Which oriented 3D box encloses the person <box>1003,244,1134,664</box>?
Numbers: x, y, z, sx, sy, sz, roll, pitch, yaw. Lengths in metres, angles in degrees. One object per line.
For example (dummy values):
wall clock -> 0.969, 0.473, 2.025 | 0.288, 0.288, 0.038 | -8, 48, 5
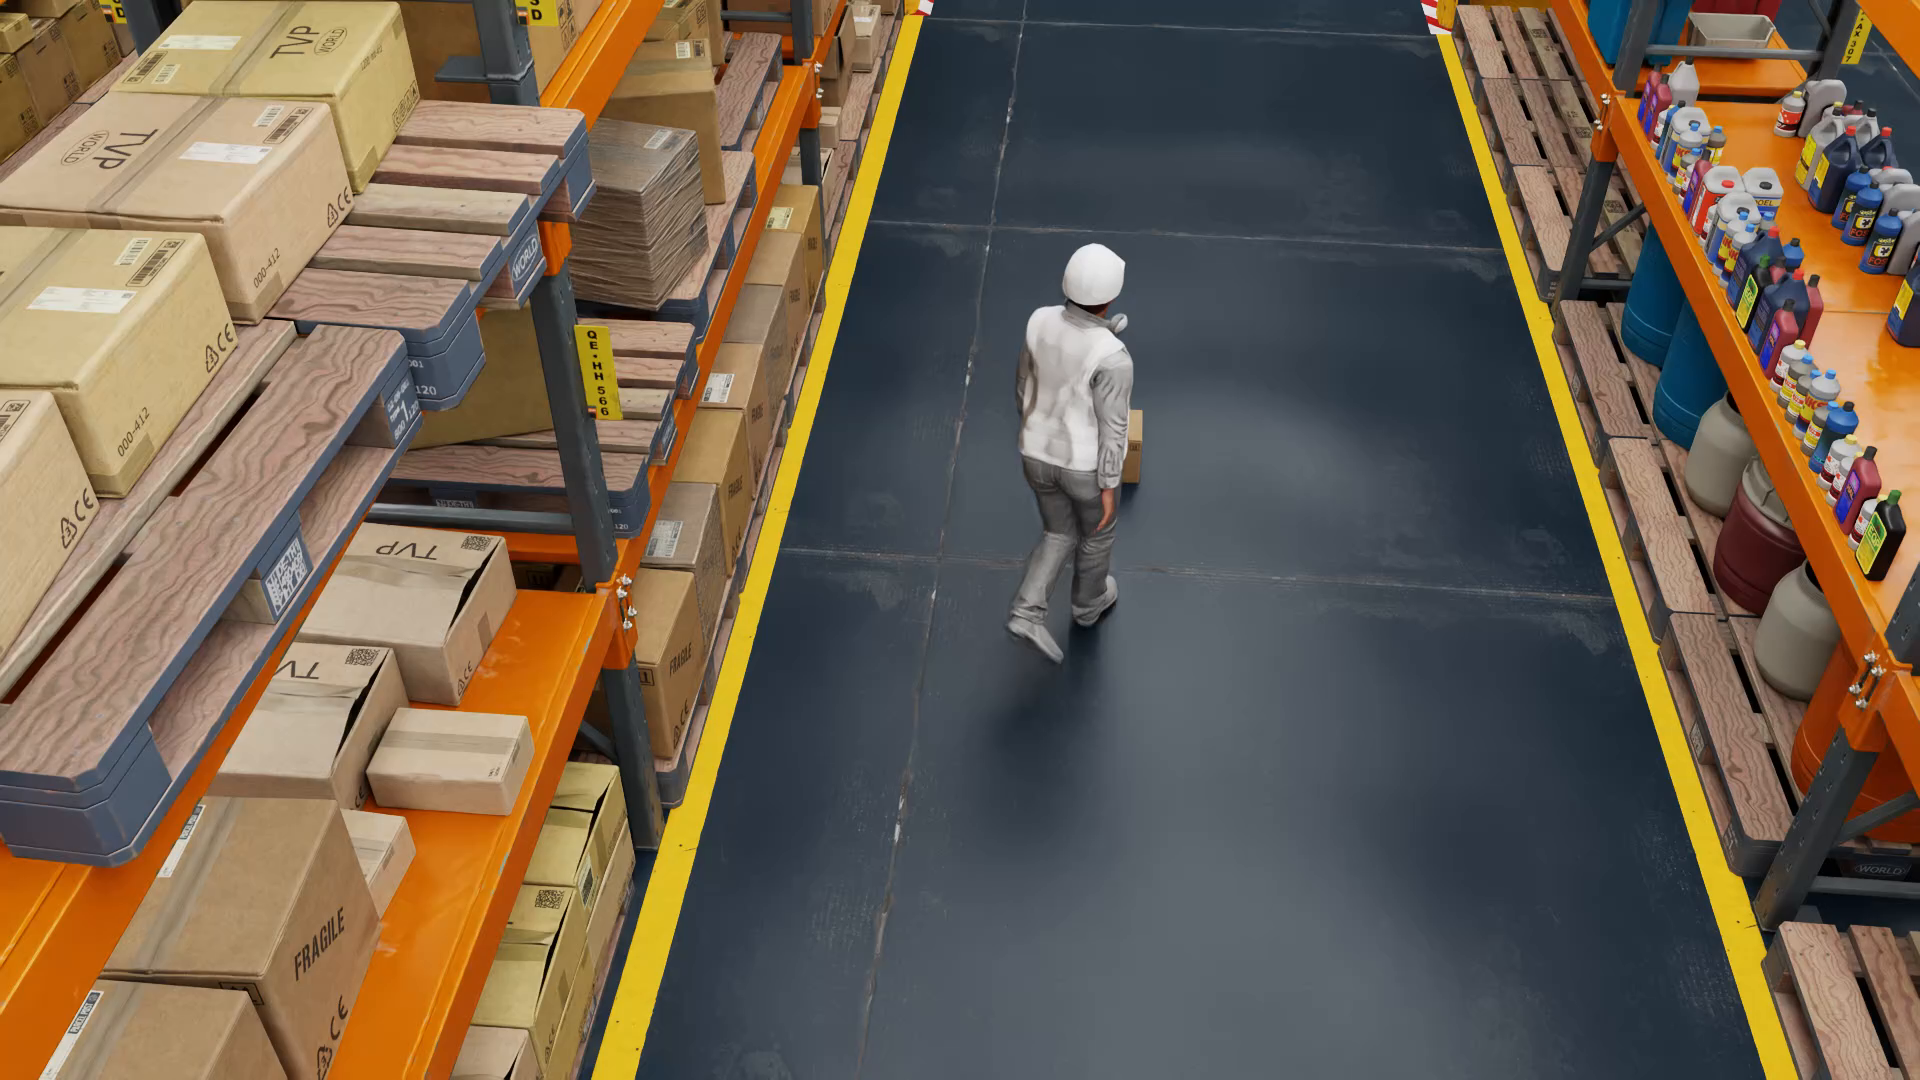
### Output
person -> 0.380, -0.306, 6.513 | 0.584, 1.747, 0.747 | 29, 48, 30
